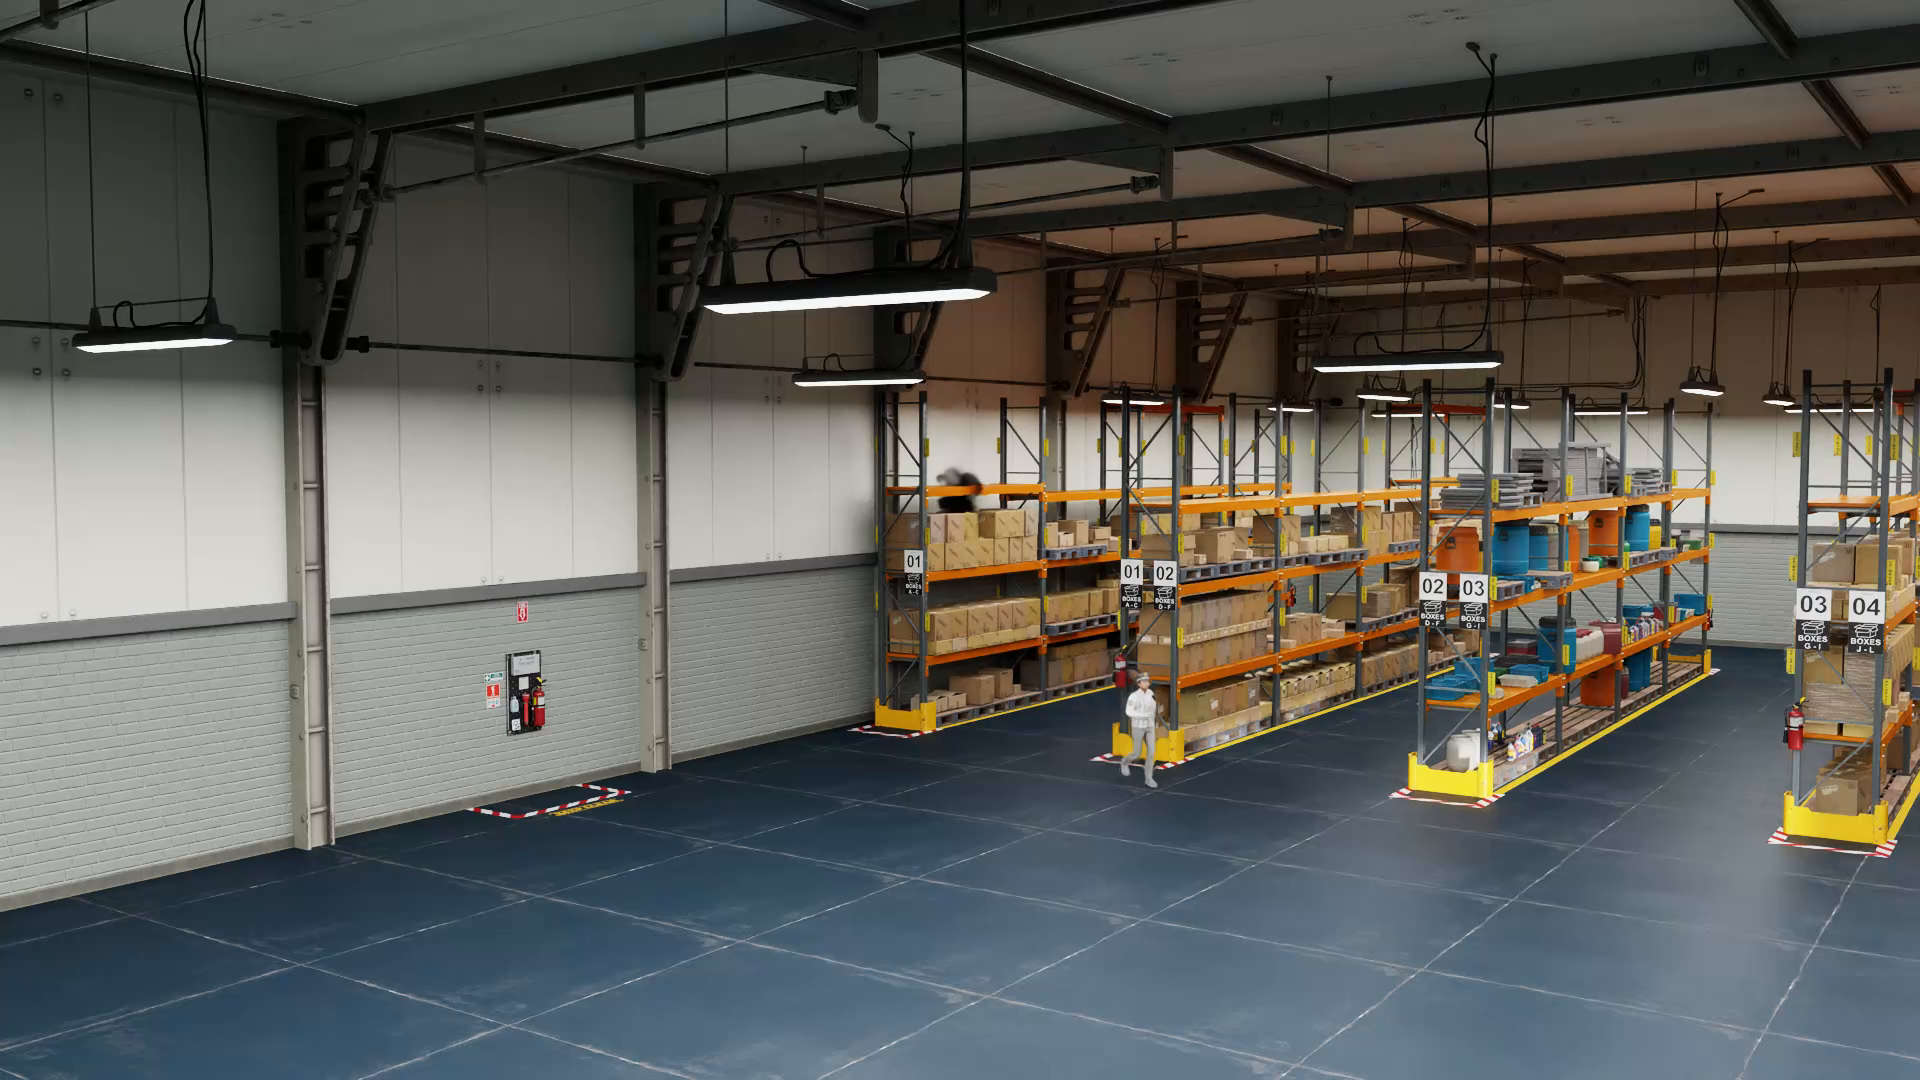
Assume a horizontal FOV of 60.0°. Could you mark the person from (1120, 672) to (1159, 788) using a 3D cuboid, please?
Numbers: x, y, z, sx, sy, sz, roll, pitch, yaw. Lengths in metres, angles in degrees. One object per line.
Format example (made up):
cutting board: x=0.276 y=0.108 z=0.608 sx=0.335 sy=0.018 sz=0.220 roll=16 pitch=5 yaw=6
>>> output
person: x=2.692 y=2.782 z=24.689 sx=0.623 sy=1.676 sz=0.813 roll=-2 pitch=4 yaw=-29
